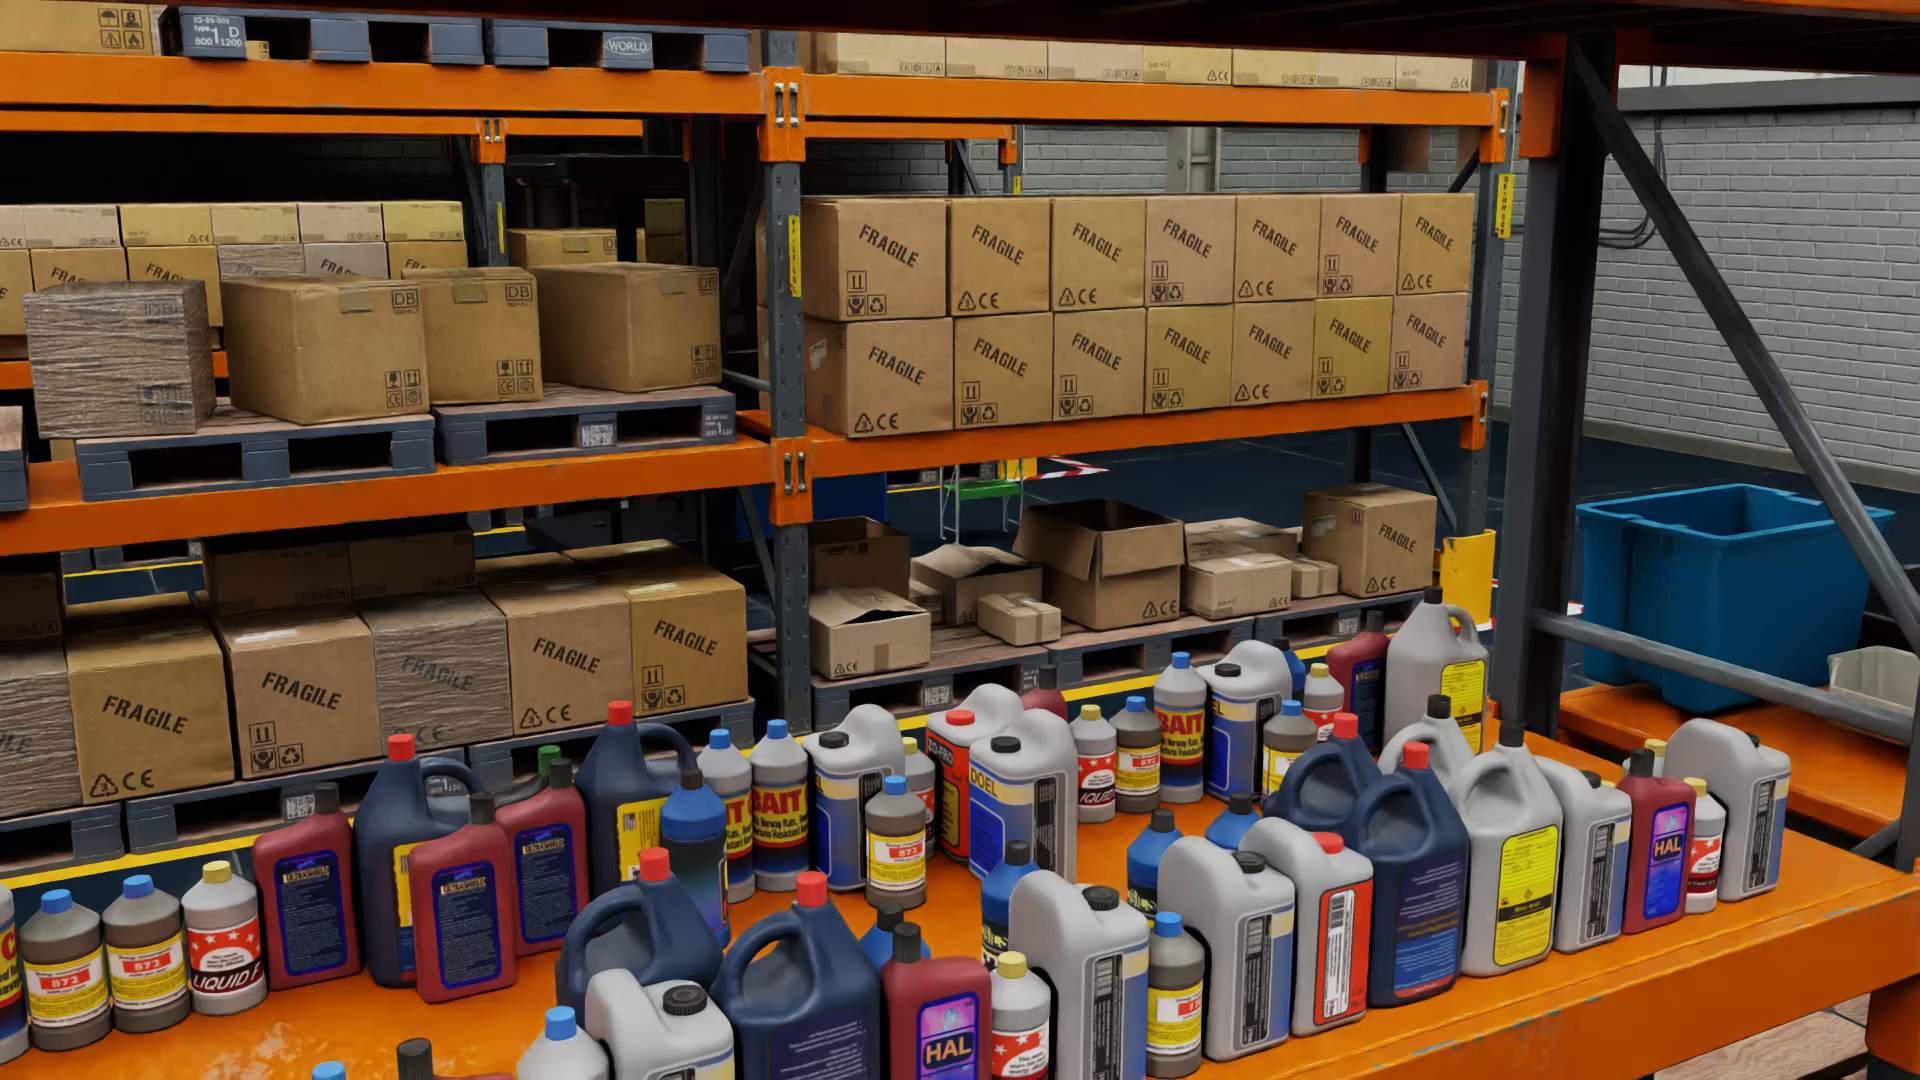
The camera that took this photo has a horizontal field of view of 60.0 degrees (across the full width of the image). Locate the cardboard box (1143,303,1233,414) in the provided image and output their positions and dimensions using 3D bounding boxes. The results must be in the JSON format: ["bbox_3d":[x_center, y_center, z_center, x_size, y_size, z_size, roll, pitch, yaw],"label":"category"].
[{"bbox_3d":[0.969,-0.908,8.086,0.500,0.500,0.500,-7,14,-29],"label":"cardboard box"}]

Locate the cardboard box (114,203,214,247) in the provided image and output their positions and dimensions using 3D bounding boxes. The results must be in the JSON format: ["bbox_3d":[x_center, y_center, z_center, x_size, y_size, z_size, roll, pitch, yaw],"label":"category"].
[{"bbox_3d":[-4.955,-1.964,10.345,0.500,0.250,0.500,-7,15,-29],"label":"cardboard box"}]

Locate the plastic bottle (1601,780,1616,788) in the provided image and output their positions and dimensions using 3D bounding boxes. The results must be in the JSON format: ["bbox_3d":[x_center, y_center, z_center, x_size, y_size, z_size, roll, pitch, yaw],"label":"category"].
[{"bbox_3d":[1.002,0.477,2.608,0.097,0.201,0.097,0,13,0],"label":"plastic bottle"}]

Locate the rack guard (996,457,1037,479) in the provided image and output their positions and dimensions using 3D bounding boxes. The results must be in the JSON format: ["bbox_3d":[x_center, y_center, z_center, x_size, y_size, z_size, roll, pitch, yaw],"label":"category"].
[{"bbox_3d":[0.213,-0.856,13.774,0.348,0.500,1.175,-7,14,-28],"label":"rack guard"}]

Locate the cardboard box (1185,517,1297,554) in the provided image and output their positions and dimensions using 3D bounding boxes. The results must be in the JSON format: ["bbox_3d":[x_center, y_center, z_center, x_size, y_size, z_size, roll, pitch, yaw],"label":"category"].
[{"bbox_3d":[1.516,0.063,9.257,0.500,0.250,0.500,-7,14,-28],"label":"cardboard box"}]

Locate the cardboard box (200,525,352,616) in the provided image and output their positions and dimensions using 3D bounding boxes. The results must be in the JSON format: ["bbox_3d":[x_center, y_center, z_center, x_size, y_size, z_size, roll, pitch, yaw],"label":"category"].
[{"bbox_3d":[-2.802,0.103,6.803,0.500,0.250,0.500,-7,15,-29],"label":"cardboard box"}]

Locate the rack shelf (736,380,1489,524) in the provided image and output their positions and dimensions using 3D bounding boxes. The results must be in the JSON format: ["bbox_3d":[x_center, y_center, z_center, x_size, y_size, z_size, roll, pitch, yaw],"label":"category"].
[{"bbox_3d":[0.813,-0.557,8.393,4.000,0.370,1.077,-7,14,-28],"label":"rack shelf"}]

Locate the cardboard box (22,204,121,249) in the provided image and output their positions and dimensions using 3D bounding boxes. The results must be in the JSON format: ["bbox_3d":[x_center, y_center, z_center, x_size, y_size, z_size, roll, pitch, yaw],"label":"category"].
[{"bbox_3d":[-5.400,-1.909,10.101,0.500,0.250,0.500,-7,14,-27],"label":"cardboard box"}]

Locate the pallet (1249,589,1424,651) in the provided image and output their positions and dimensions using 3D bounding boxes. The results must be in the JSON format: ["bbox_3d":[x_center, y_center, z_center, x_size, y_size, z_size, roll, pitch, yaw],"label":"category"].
[{"bbox_3d":[1.802,0.334,9.146,1.213,0.211,1.003,-7,14,-28],"label":"pallet"}]

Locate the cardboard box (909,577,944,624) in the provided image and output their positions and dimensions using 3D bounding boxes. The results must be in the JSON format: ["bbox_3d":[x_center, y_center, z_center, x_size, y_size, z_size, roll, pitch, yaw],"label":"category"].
[{"bbox_3d":[-0.278,0.313,8.379,0.250,0.149,0.380,-7,14,-28],"label":"cardboard box"}]

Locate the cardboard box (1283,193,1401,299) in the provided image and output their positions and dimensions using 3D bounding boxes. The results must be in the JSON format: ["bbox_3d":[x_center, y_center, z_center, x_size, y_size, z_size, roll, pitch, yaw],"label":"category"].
[{"bbox_3d":[1.867,-1.502,8.447,0.500,0.500,0.500,-6,14,-26],"label":"cardboard box"}]

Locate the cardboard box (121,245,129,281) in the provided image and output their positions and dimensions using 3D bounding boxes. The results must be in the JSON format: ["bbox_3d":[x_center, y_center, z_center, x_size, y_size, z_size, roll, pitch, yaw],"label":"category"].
[{"bbox_3d":[-5.198,-1.695,10.859,0.500,0.500,0.500,-6,14,-26],"label":"cardboard box"}]

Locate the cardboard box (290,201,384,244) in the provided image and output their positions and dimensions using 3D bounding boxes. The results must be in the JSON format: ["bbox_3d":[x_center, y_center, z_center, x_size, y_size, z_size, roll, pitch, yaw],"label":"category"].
[{"bbox_3d":[-4.060,-2.071,10.823,0.500,0.250,0.500,-6,14,-27],"label":"cardboard box"}]

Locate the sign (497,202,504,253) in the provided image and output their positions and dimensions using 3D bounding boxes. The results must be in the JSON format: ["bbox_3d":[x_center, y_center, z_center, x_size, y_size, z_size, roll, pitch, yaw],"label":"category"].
[{"bbox_3d":[-3.051,-2.075,11.040,0.005,0.325,0.100,-7,14,-28],"label":"sign"}]

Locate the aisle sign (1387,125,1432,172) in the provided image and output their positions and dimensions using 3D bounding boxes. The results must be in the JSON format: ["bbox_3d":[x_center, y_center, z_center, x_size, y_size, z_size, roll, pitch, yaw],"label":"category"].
[{"bbox_3d":[2.488,-2.451,9.246,0.004,0.787,0.394,-7,14,-28],"label":"aisle sign"}]

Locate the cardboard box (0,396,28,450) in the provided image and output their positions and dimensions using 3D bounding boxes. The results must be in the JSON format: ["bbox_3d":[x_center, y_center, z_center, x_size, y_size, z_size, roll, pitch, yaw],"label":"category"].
[{"bbox_3d":[-6.122,-0.440,10.170,0.750,0.750,0.750,-7,14,-29],"label":"cardboard box"}]

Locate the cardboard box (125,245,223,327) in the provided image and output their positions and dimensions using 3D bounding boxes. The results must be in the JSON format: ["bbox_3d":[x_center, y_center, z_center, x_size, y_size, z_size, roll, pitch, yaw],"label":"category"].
[{"bbox_3d":[-4.928,-1.598,10.429,0.500,0.500,0.500,-6,14,-26],"label":"cardboard box"}]

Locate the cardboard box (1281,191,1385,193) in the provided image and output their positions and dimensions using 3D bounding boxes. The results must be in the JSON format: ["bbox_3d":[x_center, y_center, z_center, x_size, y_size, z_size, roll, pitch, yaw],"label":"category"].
[{"bbox_3d":[2.053,-1.659,9.146,0.500,0.500,0.500,-6,14,-26],"label":"cardboard box"}]

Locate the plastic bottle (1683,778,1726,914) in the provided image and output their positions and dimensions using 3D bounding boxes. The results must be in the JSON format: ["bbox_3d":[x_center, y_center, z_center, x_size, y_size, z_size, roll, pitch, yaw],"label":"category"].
[{"bbox_3d":[1.148,0.475,2.618,0.097,0.201,0.097,0,13,0],"label":"plastic bottle"}]

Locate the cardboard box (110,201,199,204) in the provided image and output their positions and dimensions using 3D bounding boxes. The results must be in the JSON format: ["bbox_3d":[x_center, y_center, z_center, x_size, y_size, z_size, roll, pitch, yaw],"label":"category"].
[{"bbox_3d":[-5.202,-2.059,10.770,0.500,0.250,0.500,-7,15,-29],"label":"cardboard box"}]

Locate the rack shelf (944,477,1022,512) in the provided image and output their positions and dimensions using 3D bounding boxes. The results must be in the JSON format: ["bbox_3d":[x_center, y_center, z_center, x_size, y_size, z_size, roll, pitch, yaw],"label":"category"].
[{"bbox_3d":[0.145,-0.306,11.122,0.480,0.148,0.258,-7,14,-28],"label":"rack shelf"}]

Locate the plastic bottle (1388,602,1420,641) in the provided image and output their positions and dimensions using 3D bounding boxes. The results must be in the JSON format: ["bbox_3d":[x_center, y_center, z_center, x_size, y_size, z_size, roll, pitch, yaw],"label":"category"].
[{"bbox_3d":[0.901,0.270,3.342,0.133,0.283,0.061,-7,14,-28],"label":"plastic bottle"}]

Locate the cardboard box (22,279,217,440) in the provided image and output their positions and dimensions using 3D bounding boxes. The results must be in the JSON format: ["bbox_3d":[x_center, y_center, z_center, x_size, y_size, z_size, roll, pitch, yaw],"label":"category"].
[{"bbox_3d":[-3.060,-0.678,6.107,0.500,0.500,0.700,-4,13,-17],"label":"cardboard box"}]

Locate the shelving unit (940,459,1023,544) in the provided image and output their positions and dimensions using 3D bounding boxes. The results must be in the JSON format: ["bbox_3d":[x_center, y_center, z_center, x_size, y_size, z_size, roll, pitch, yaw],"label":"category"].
[{"bbox_3d":[0.145,-0.603,11.055,0.503,1.200,0.258,-7,14,-28],"label":"shelving unit"}]

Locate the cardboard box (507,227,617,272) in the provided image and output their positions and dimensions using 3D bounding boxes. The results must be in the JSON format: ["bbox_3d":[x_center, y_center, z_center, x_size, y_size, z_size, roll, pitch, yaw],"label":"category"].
[{"bbox_3d":[-2.835,-1.852,11.826,0.700,0.700,0.980,-7,14,-27],"label":"cardboard box"}]

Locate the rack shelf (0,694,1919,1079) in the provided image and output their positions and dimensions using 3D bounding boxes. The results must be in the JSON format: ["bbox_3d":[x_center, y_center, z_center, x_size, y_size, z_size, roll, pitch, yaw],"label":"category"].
[{"bbox_3d":[-0.328,0.818,2.279,4.000,0.370,1.077,-7,14,-28],"label":"rack shelf"}]

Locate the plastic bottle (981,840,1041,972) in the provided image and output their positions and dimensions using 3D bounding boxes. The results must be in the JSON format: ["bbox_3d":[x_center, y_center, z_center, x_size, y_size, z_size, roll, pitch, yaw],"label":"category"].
[{"bbox_3d":[0.076,0.532,2.209,0.097,0.271,0.097,0,13,0],"label":"plastic bottle"}]

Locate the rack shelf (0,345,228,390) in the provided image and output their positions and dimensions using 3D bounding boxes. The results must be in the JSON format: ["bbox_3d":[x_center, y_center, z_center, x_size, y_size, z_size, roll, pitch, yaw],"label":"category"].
[{"bbox_3d":[-5.075,-1.091,10.763,4.000,0.370,1.077,-7,14,-28],"label":"rack shelf"}]

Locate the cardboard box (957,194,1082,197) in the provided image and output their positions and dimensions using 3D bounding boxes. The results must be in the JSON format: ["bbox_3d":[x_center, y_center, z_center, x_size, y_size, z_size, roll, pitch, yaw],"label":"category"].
[{"bbox_3d":[0.268,-1.445,8.193,0.500,0.500,0.500,-7,14,-27],"label":"cardboard box"}]

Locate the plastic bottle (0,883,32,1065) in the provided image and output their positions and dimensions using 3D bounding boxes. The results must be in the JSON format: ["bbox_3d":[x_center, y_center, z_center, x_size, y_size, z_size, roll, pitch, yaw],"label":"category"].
[{"bbox_3d":[-1.278,0.542,2.162,0.097,0.271,0.097,0,13,0],"label":"plastic bottle"}]

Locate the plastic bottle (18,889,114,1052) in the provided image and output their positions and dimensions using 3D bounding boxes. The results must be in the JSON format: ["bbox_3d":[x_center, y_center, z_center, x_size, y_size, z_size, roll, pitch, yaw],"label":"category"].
[{"bbox_3d":[-1.193,0.566,2.215,0.097,0.201,0.097,0,13,0],"label":"plastic bottle"}]

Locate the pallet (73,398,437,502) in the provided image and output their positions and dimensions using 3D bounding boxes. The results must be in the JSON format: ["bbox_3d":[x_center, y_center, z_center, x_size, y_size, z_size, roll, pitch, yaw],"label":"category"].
[{"bbox_3d":[-2.749,-0.389,6.443,1.213,0.211,1.003,-7,14,-28],"label":"pallet"}]

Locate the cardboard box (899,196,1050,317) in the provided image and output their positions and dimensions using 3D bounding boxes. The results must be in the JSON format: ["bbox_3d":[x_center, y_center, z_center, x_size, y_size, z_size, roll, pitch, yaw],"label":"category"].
[{"bbox_3d":[0.059,-1.284,7.479,0.500,0.500,0.500,-7,15,-30],"label":"cardboard box"}]

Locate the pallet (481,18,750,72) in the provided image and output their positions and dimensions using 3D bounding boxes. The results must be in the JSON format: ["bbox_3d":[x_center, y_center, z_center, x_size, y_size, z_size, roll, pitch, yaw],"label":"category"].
[{"bbox_3d":[-1.548,-2.015,6.825,1.003,0.211,1.213,-7,14,-28],"label":"pallet"}]

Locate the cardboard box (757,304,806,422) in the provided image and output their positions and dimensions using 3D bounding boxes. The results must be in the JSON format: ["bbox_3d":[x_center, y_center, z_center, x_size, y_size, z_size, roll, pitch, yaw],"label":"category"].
[{"bbox_3d":[-0.627,-0.849,7.821,0.500,0.500,0.500,-7,14,-27],"label":"cardboard box"}]

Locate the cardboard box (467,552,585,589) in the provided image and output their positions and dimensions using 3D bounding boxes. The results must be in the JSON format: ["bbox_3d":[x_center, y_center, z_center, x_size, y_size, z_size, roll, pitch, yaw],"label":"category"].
[{"bbox_3d":[-1.947,0.369,7.328,0.500,0.500,0.500,-7,14,-27],"label":"cardboard box"}]

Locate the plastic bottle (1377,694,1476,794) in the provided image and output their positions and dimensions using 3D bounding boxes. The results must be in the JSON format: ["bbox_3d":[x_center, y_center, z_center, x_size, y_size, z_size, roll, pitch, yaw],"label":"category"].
[{"bbox_3d":[0.709,0.413,2.554,0.185,0.351,0.144,-7,14,-28],"label":"plastic bottle"}]

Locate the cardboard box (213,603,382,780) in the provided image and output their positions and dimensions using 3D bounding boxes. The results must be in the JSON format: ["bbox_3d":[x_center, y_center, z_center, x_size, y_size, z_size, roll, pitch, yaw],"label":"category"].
[{"bbox_3d":[-2.562,0.571,6.431,0.500,0.500,0.500,-7,15,-30],"label":"cardboard box"}]

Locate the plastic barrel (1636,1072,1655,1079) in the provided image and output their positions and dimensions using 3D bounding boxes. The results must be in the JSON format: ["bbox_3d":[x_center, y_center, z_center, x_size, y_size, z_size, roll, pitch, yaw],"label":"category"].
[{"bbox_3d":[0.942,1.130,3.080,0.708,0.901,0.600,-7,14,-28],"label":"plastic barrel"}]

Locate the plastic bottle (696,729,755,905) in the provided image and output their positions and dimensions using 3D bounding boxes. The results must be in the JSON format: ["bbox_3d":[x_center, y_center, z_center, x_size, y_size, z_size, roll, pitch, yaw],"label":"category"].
[{"bbox_3d":[-0.378,0.434,2.642,0.097,0.271,0.097,0,13,0],"label":"plastic bottle"}]

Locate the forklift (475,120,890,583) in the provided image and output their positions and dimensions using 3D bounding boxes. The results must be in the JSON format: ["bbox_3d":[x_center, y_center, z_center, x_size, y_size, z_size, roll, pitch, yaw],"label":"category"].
[{"bbox_3d":[-1.954,-1.160,9.589,3.031,2.935,1.130,-8,15,-31],"label":"forklift"}]

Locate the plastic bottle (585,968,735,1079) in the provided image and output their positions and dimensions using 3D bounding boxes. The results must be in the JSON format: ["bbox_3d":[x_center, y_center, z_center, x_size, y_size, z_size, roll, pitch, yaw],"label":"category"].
[{"bbox_3d":[-0.331,0.609,1.853,0.135,0.276,0.152,-7,14,-28],"label":"plastic bottle"}]

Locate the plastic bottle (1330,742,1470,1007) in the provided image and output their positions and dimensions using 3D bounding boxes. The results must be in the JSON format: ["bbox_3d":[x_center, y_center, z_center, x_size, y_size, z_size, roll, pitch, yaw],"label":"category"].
[{"bbox_3d":[0.615,0.460,2.344,0.185,0.351,0.144,-7,14,-28],"label":"plastic bottle"}]

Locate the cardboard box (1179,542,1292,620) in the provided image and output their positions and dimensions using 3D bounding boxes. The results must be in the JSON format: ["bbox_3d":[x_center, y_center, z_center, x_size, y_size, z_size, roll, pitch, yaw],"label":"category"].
[{"bbox_3d":[1.361,0.207,8.619,0.500,0.250,0.500,-7,14,-28],"label":"cardboard box"}]

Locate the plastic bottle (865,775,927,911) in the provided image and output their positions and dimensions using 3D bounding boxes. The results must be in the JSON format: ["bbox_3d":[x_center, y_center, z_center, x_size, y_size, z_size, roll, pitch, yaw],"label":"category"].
[{"bbox_3d":[-0.101,0.473,2.628,0.097,0.201,0.097,0,13,0],"label":"plastic bottle"}]

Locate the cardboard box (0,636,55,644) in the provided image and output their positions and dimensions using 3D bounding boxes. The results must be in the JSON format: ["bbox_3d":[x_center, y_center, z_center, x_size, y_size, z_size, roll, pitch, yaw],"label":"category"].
[{"bbox_3d":[-3.745,0.584,6.373,0.500,0.500,0.500,-6,14,-26],"label":"cardboard box"}]

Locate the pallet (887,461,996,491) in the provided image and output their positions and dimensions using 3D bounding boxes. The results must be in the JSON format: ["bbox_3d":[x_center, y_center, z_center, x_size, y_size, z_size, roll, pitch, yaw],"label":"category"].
[{"bbox_3d":[-0.473,-0.613,13.354,1.213,0.211,1.003,-7,14,-28],"label":"pallet"}]

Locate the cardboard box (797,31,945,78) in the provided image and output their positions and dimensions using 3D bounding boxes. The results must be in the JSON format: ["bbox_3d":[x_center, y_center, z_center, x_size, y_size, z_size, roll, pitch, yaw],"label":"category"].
[{"bbox_3d":[-0.397,-2.092,7.081,0.500,0.250,0.500,-7,14,-28],"label":"cardboard box"}]

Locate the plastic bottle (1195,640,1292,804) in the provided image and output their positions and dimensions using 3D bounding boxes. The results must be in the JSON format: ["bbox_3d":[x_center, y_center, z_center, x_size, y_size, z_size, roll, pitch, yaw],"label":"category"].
[{"bbox_3d":[0.518,0.331,3.088,0.135,0.276,0.152,-7,14,-28],"label":"plastic bottle"}]

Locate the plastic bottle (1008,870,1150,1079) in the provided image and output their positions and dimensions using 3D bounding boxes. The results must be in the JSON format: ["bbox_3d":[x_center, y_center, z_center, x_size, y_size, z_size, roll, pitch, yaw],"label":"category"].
[{"bbox_3d":[0.152,0.551,2.110,0.135,0.276,0.152,-7,14,-28],"label":"plastic bottle"}]

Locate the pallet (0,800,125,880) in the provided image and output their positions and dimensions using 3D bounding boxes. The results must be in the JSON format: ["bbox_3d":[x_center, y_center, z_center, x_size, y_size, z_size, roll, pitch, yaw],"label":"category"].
[{"bbox_3d":[-3.780,1.012,6.132,1.213,0.211,1.003,-7,14,-28],"label":"pallet"}]

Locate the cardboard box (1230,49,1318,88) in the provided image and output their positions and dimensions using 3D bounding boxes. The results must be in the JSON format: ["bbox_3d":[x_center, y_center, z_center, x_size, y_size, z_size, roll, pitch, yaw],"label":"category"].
[{"bbox_3d":[1.367,-2.299,8.000,0.500,0.250,0.500,-7,14,-28],"label":"cardboard box"}]

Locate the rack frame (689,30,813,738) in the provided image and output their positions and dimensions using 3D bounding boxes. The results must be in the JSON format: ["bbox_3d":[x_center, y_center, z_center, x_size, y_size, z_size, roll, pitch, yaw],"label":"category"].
[{"bbox_3d":[-0.942,-0.698,7.379,0.127,3.000,1.000,-7,14,-28],"label":"rack frame"}]
